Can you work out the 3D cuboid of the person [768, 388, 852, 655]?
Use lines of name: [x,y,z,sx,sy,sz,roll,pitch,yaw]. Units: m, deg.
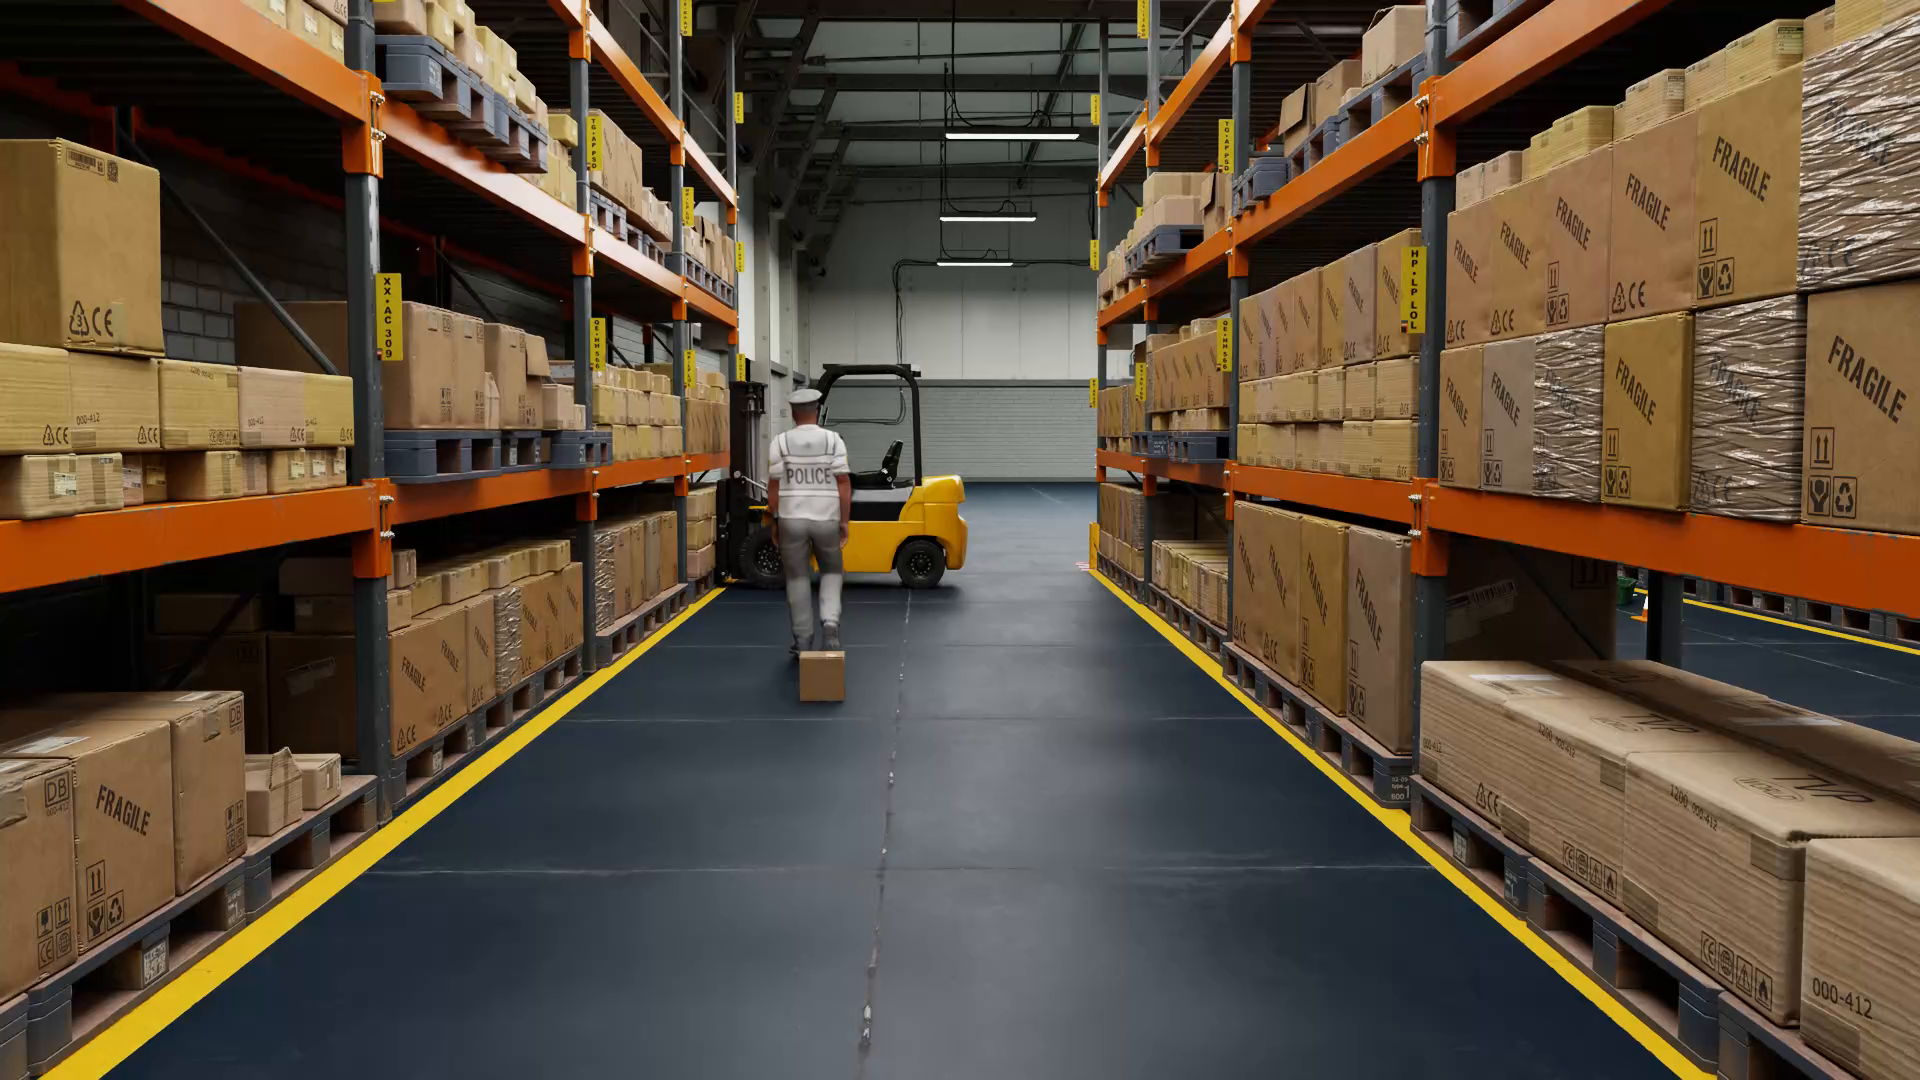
person: [-0.997,-0.106,10.997,0.543,1.793,0.463,-1,4,-10]
